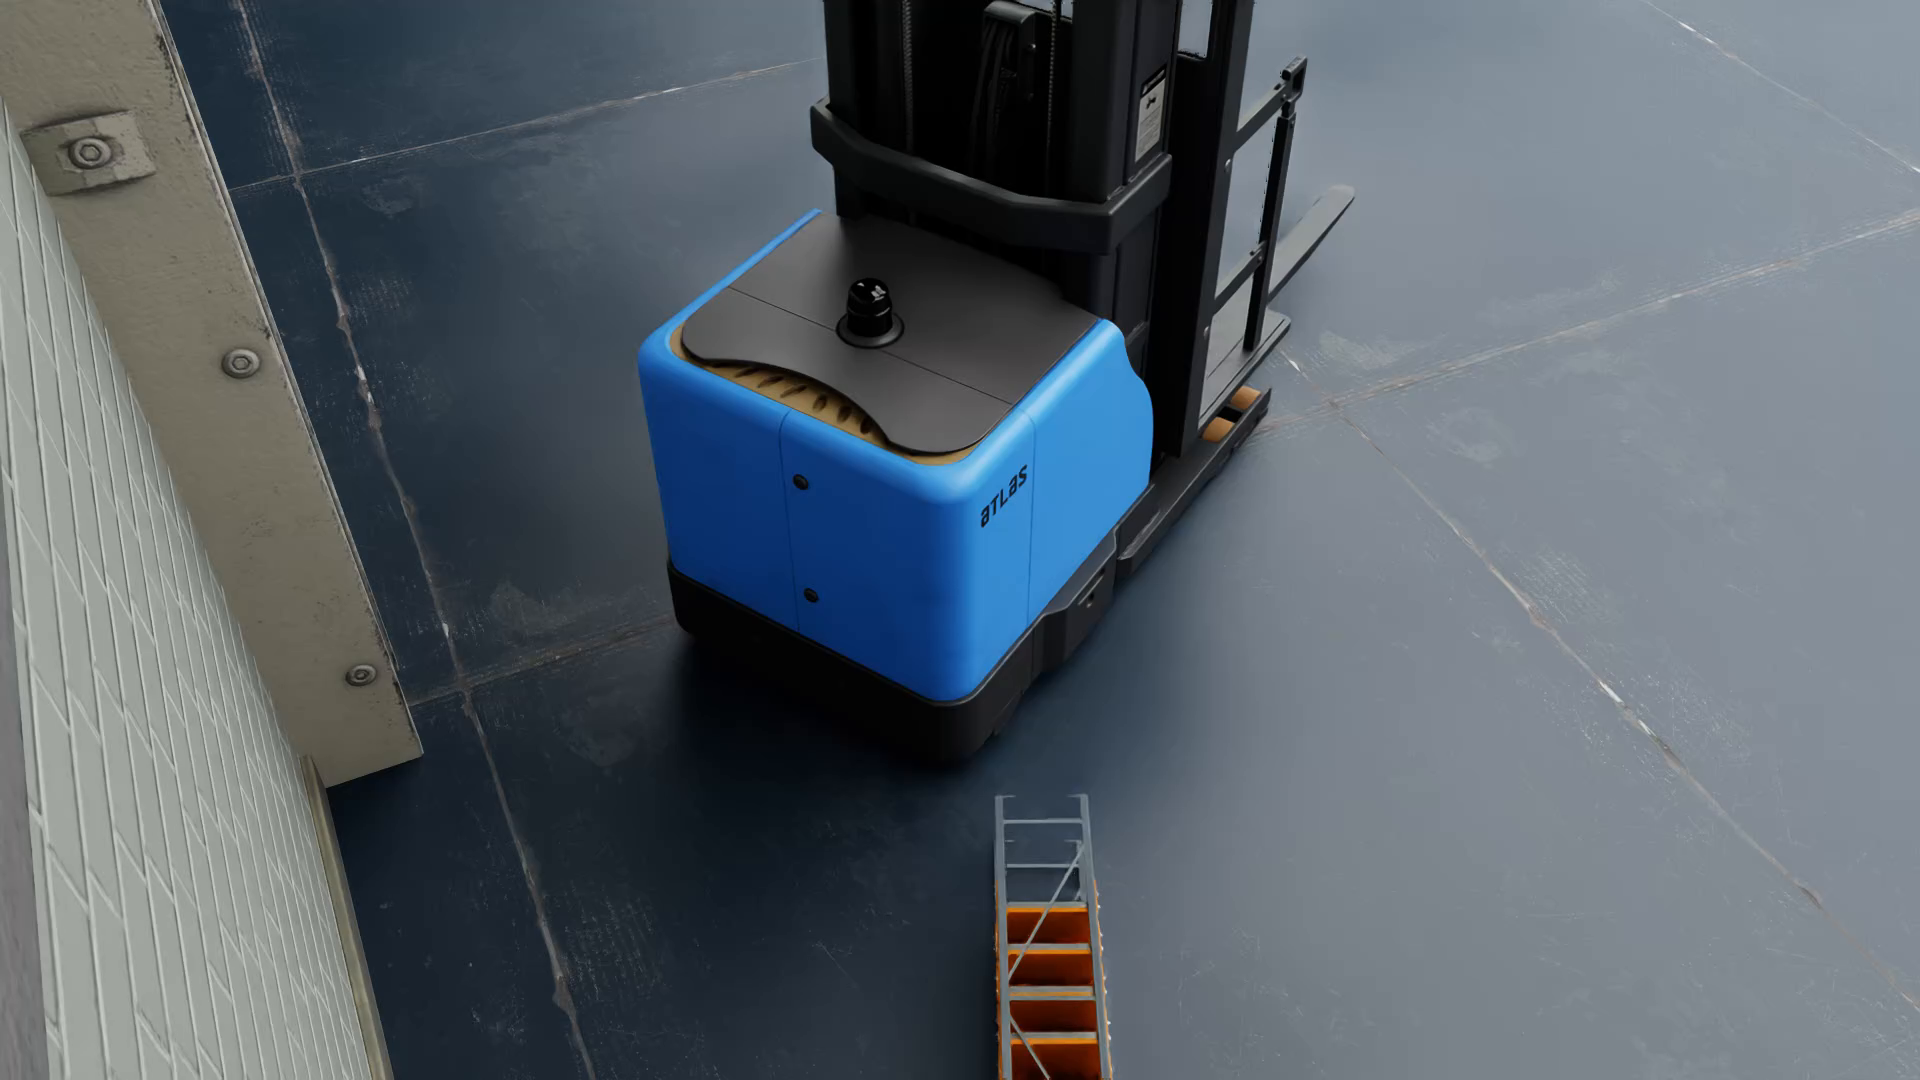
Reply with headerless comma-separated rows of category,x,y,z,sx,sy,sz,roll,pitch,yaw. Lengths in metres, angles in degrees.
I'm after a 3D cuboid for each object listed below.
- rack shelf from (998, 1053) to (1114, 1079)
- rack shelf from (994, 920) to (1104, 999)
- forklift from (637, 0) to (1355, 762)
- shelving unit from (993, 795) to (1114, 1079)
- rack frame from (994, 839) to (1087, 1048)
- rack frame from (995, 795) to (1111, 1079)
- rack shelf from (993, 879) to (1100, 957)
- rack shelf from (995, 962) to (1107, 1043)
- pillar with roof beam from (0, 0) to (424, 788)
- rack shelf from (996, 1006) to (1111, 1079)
rack shelf,0.215,1.258,3.772,0.258,0.180,0.103,0,41,0
rack shelf,0.213,1.019,4.042,0.258,0.180,0.103,0,41,0
forklift,0.384,-1.449,4.631,1.130,2.935,3.031,25,50,23
shelving unit,0.214,1.128,3.918,0.258,0.189,1.200,0,41,0
rack frame,0.214,1.197,3.979,0.240,0.006,1.200,0,41,0
rack frame,0.214,1.060,3.858,0.240,0.006,1.200,0,41,0
rack shelf,0.212,0.940,4.131,0.258,0.180,0.103,0,41,0
rack shelf,0.214,1.099,3.952,0.258,0.180,0.103,0,41,0
pillar with roof beam,2.187,-3.955,2.851,9.100,9.000,0.400,-18,47,-17
rack shelf,0.214,1.179,3.862,0.258,0.180,0.103,0,41,0
